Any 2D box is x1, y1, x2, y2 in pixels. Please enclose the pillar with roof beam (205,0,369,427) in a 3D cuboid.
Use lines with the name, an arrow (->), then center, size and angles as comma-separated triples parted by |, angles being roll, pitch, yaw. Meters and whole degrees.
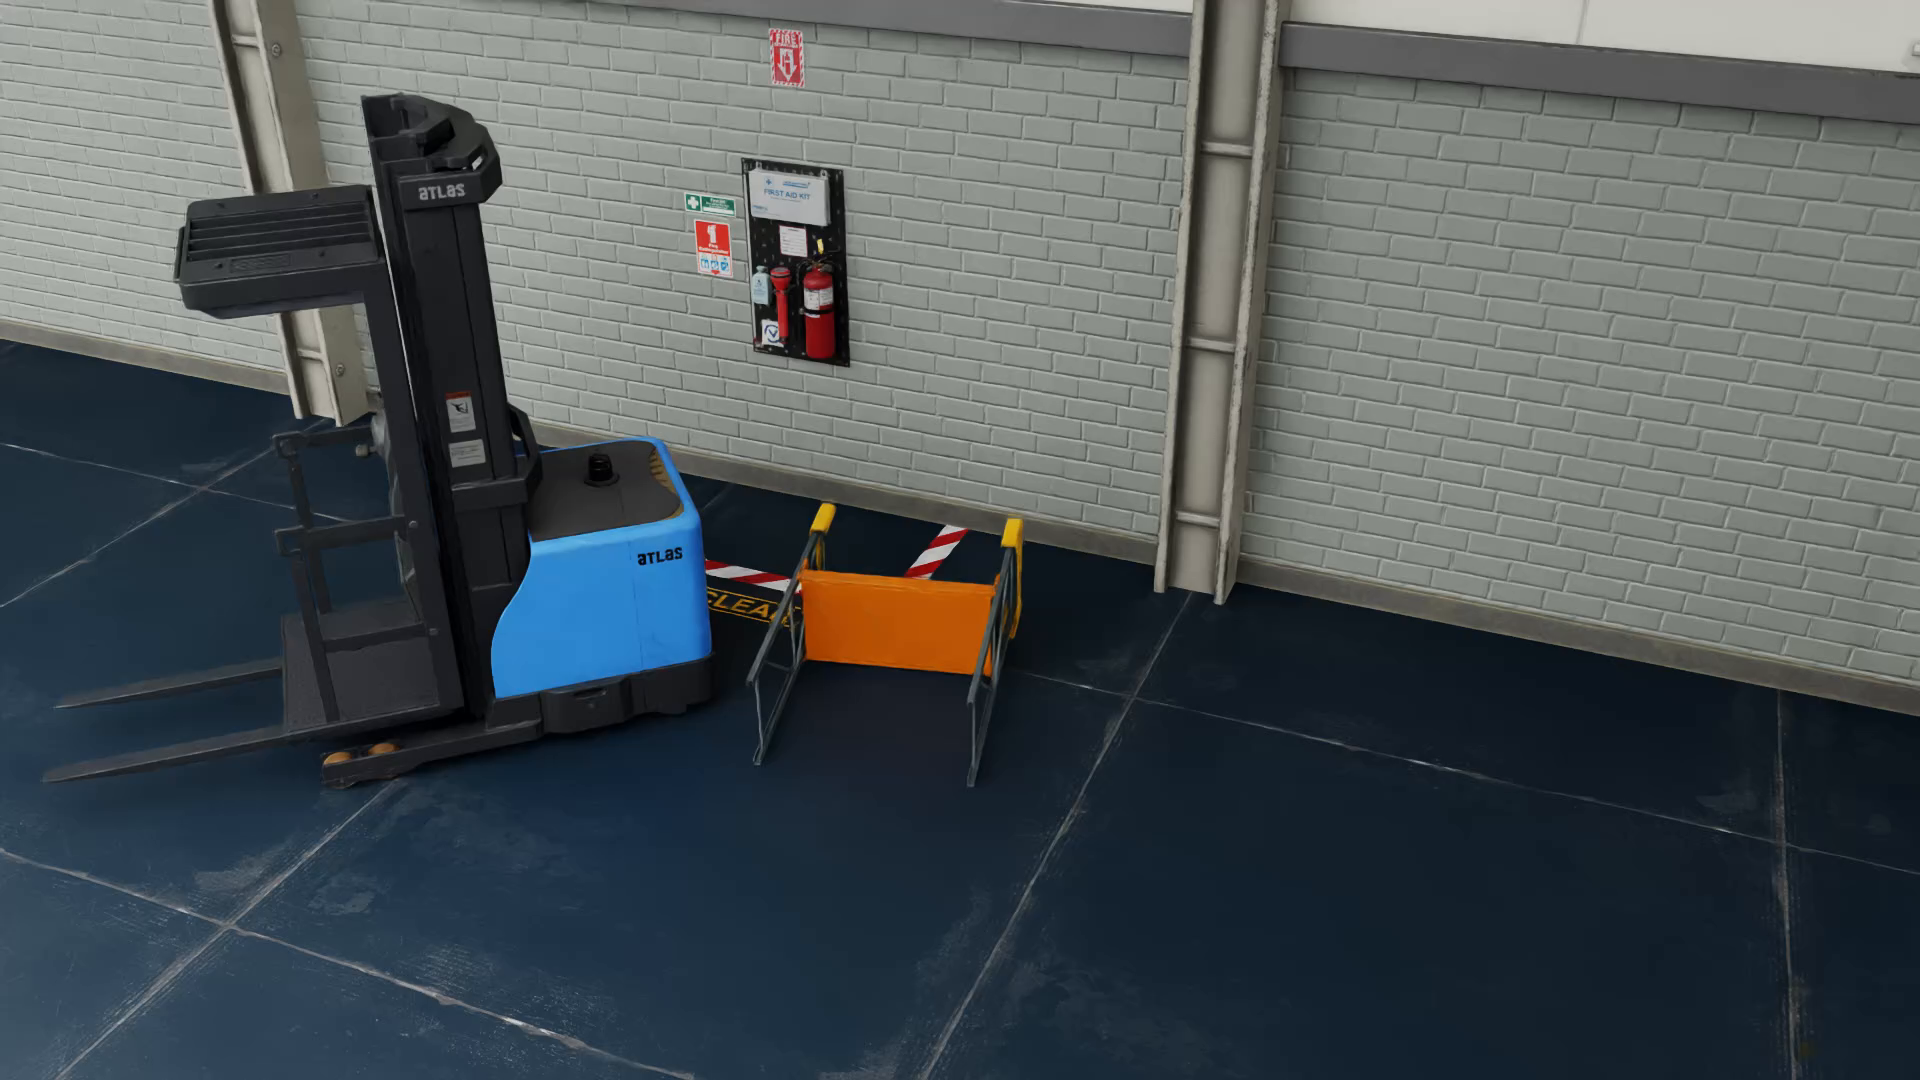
pillar with roof beam -> -5.861, -2.813, 5.581 | 0.400, 9.000, 9.100 | 11, 31, 19

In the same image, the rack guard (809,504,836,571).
rack guard -> -0.715, 0.123, 8.837 | 0.087, 0.587, 0.250 | 5, 33, 8

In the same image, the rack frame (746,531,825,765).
rack frame -> -0.836, 0.452, 8.319 | 0.032, 0.500, 1.500 | 5, 33, 8

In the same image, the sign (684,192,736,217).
sign -> -1.431, -1.919, 9.522 | 0.331, 0.109, 0.001 | 11, 31, 19

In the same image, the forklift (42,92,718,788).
forklift -> -2.776, -0.418, 7.511 | 3.031, 2.935, 1.130 | -10, 31, -17

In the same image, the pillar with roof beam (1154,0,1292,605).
pillar with roof beam -> -0.301, -1.703, 3.617 | 0.400, 9.000, 9.100 | 11, 31, 19

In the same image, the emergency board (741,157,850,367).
emergency board -> -0.958, -1.529, 9.406 | 0.643, 1.169, 0.194 | 11, 31, 19

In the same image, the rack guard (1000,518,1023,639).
rack guard -> 0.267, 0.202, 8.697 | 0.087, 0.587, 0.250 | 5, 33, 8

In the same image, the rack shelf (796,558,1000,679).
rack shelf -> -0.305, 0.397, 8.397 | 1.000, 0.538, 0.185 | 5, 33, 8

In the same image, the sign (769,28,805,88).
sign -> -0.928, -2.585, 8.919 | 0.199, 0.298, 0.001 | 11, 31, 19

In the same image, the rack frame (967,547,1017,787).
rack frame -> 0.168, 0.533, 8.176 | 0.032, 0.500, 1.500 | 5, 33, 8

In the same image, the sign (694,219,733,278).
sign -> -1.432, -1.693, 9.661 | 0.234, 0.329, 0.001 | 11, 31, 19

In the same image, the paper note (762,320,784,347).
paper note -> -1.097, -1.209, 9.736 | 0.142, 0.148, 0.016 | 11, 31, 19

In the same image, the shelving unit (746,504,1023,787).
shelving unit -> -0.325, 0.493, 8.246 | 1.083, 0.587, 1.500 | 5, 33, 8
